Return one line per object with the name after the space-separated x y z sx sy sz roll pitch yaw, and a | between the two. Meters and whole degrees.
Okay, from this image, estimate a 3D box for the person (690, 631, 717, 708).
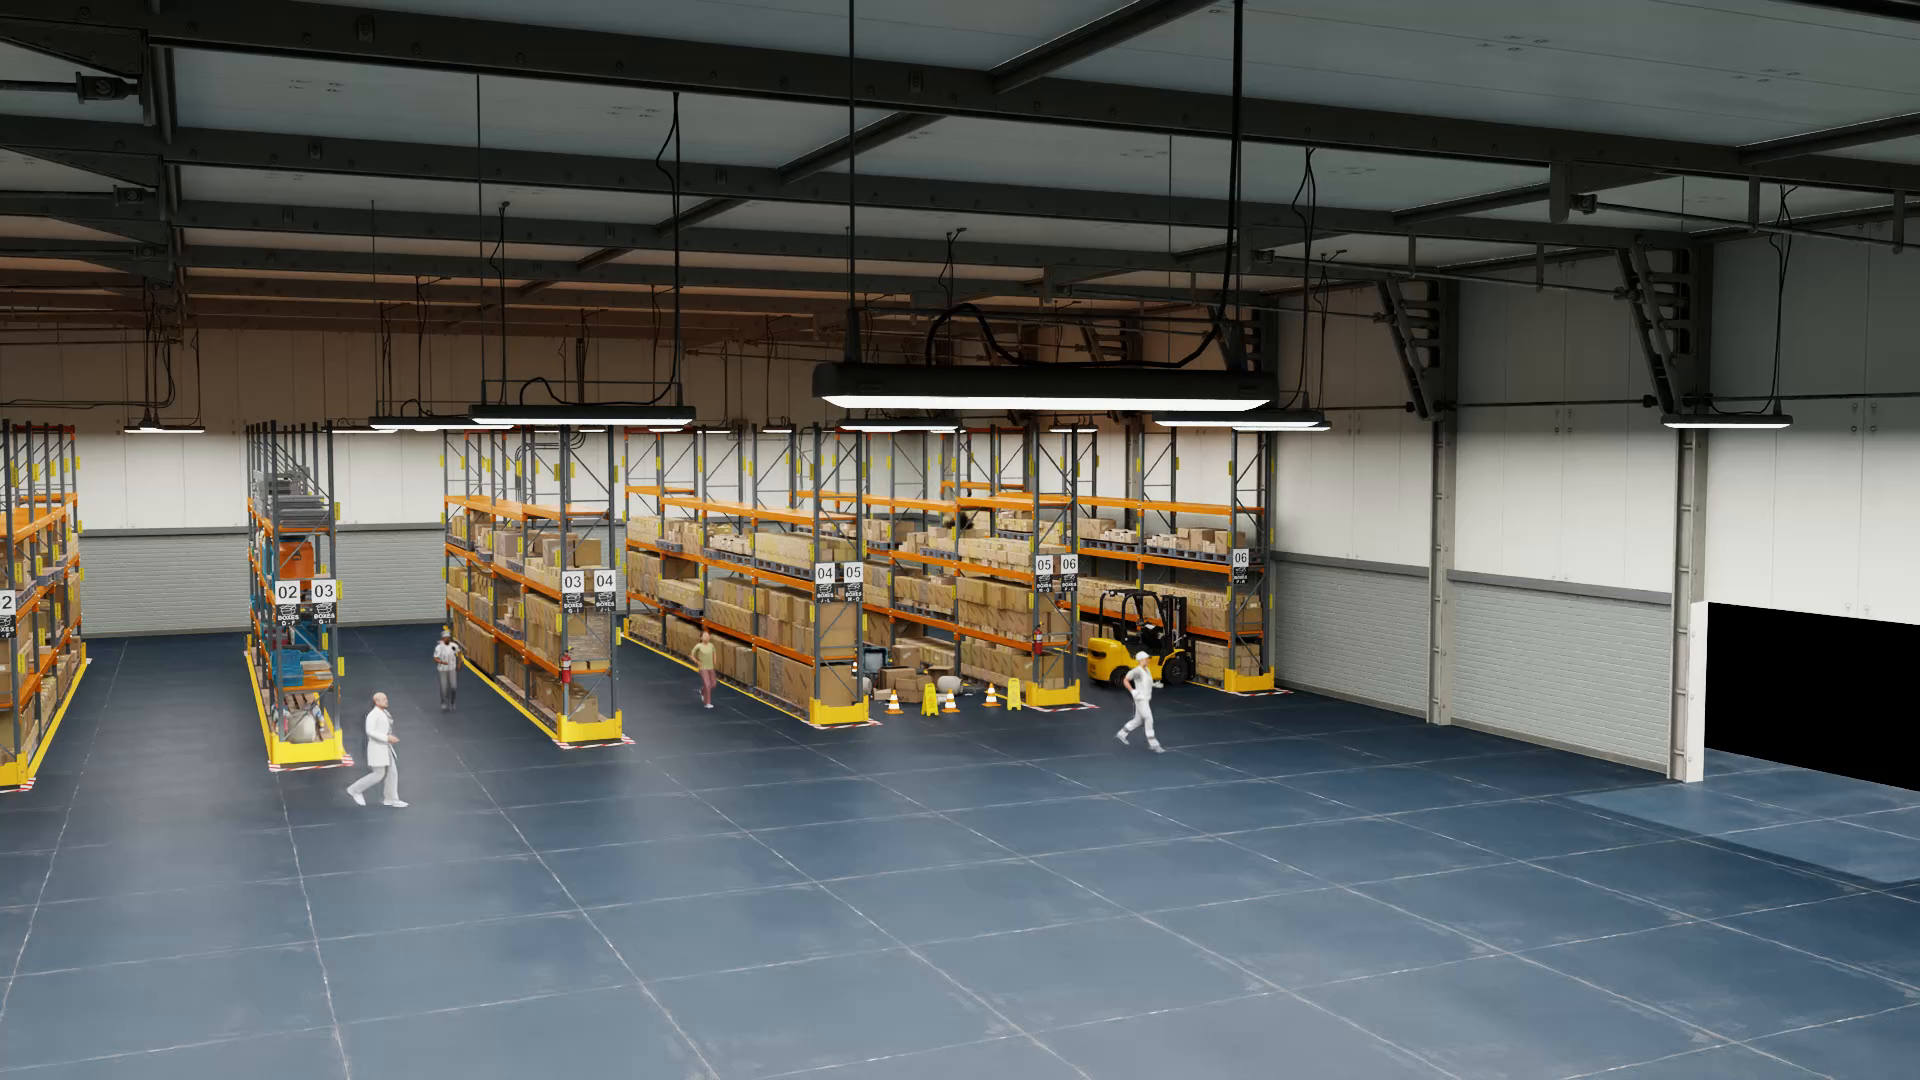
-5.389 2.717 35.062 0.581 1.621 0.646 -3 4 -36 | person

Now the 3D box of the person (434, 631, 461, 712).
-10.636 2.735 34.581 0.590 1.734 0.695 -2 4 -27 | person

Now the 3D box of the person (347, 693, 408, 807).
-8.978 3.237 25.619 0.898 1.789 0.736 0 4 -1 | person

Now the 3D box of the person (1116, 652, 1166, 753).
3.295 2.923 30.181 0.979 1.807 0.651 2 4 24 | person
